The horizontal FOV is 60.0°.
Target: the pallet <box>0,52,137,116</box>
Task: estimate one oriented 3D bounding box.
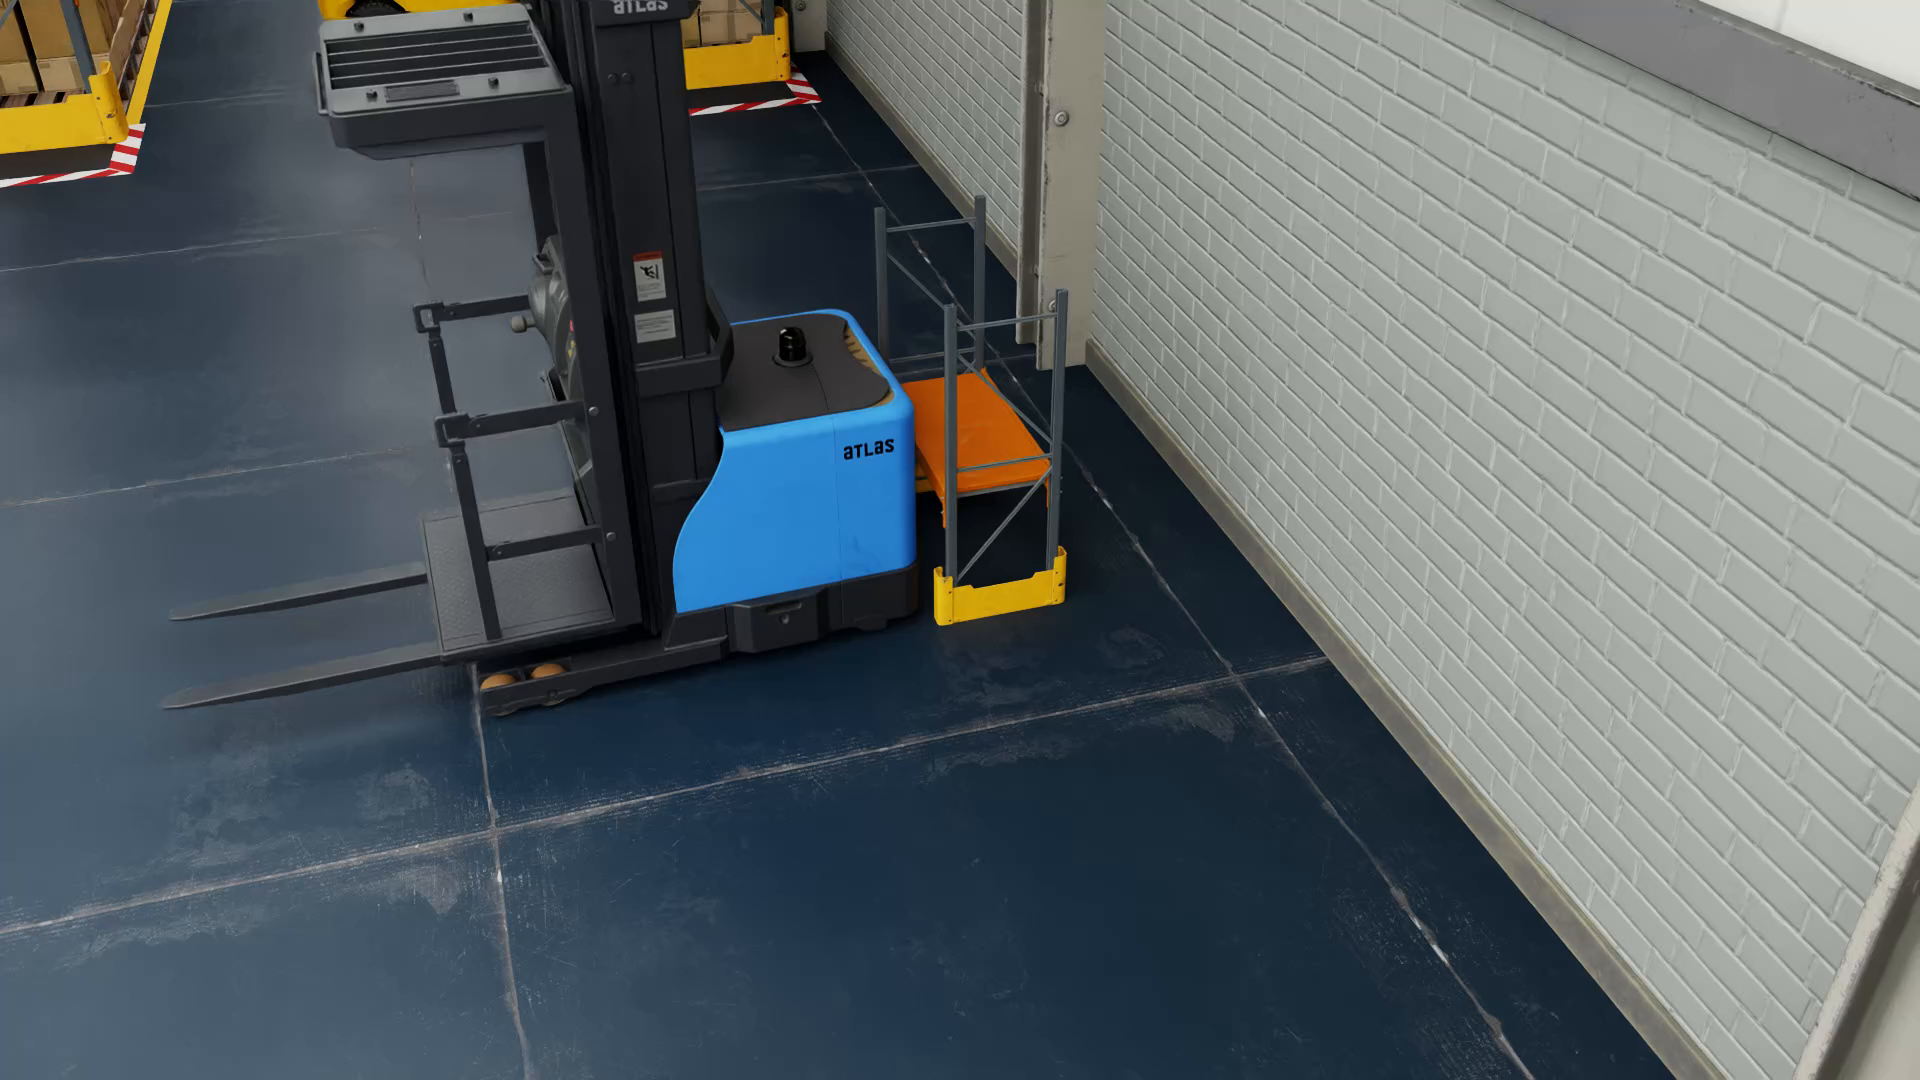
[{"bbox_3d":[-6.918,-3.419,12.733,1.003,0.211,1.213,-10,35,-15],"label":"pallet"}]

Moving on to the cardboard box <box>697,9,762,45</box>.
[{"bbox_3d":[-1.918,-4.266,13.598,0.500,0.250,0.500,-10,35,-15],"label":"cardboard box"}]

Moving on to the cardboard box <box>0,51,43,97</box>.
[{"bbox_3d":[-7.190,-3.530,12.484,0.500,0.250,0.500,-10,35,-15],"label":"cardboard box"}]

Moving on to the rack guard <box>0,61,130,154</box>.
[{"bbox_3d":[-6.704,-3.107,11.999,1.175,0.500,0.348,-10,35,-15],"label":"rack guard"}]

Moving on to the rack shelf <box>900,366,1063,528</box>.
[{"bbox_3d":[0.026,-0.431,7.368,0.538,0.185,1.000,-10,35,-15],"label":"rack shelf"}]

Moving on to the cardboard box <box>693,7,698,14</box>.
[{"bbox_3d":[-2.401,-4.386,13.327,0.500,0.250,0.500,-10,35,-15],"label":"cardboard box"}]

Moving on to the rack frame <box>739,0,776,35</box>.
[{"bbox_3d":[-1.954,-4.947,12.515,1.000,3.000,0.127,-10,35,-15],"label":"rack frame"}]

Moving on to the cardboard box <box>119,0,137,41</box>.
[{"bbox_3d":[-6.990,-4.162,13.441,0.500,0.250,0.500,-8,34,-12],"label":"cardboard box"}]

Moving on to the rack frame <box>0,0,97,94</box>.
[{"bbox_3d":[-6.680,-4.110,11.249,1.000,3.000,0.127,-10,35,-15],"label":"rack frame"}]

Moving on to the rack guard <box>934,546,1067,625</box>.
[{"bbox_3d":[0.175,0.197,7.225,0.587,0.250,0.087,-10,35,-15],"label":"rack guard"}]

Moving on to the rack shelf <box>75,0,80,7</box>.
[{"bbox_3d":[-7.290,-4.860,13.037,1.077,0.370,4.000,-10,35,-15],"label":"rack shelf"}]

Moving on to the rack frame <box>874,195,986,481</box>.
[{"bbox_3d":[-0.129,-0.848,7.673,0.500,1.500,0.032,-10,35,-15],"label":"rack frame"}]

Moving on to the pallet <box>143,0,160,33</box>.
[{"bbox_3d":[-7.662,-4.700,14.672,1.003,0.211,1.213,-10,35,-15],"label":"pallet"}]

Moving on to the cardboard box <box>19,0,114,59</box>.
[{"bbox_3d":[-6.671,-3.933,12.415,0.500,0.500,0.500,-11,35,-16],"label":"cardboard box"}]

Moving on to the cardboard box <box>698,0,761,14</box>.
[{"bbox_3d":[-1.900,-4.465,13.446,0.500,0.250,0.500,-9,35,-14],"label":"cardboard box"}]

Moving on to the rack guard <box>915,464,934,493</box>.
[{"bbox_3d":[-0.129,-0.326,8.016,0.587,0.250,0.087,-10,35,-15],"label":"rack guard"}]

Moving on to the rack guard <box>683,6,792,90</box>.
[{"bbox_3d":[-1.947,-3.891,13.185,1.175,0.500,0.348,-10,35,-15],"label":"rack guard"}]

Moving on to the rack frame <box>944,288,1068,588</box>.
[{"bbox_3d":[0.181,-0.314,6.865,0.500,1.500,0.032,-10,35,-15],"label":"rack frame"}]

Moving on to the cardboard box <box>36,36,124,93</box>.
[{"bbox_3d":[-6.663,-3.608,12.603,0.500,0.250,0.500,-10,35,-15],"label":"cardboard box"}]

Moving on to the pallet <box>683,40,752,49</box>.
[{"bbox_3d":[-2.228,-4.178,13.881,1.003,0.211,1.213,-10,35,-15],"label":"pallet"}]

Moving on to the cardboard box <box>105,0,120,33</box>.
[{"bbox_3d":[-6.835,-4.207,12.829,0.500,0.500,0.500,-11,35,-17],"label":"cardboard box"}]

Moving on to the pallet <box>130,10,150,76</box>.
[{"bbox_3d":[-7.286,-4.059,13.700,1.003,0.211,1.213,-10,35,-15],"label":"pallet"}]

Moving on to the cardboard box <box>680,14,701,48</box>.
[{"bbox_3d":[-2.399,-4.168,13.451,0.500,0.250,0.500,-10,35,-14],"label":"cardboard box"}]

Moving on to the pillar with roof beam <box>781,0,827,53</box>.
[{"bbox_3d":[-5.408,-7.243,10.548,9.100,9.000,0.400,-10,35,-15],"label":"pillar with roof beam"}]

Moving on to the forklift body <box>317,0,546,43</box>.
[{"bbox_3d":[-4.270,-5.281,13.792,2.313,2.155,1.214,-10,35,-15],"label":"forklift body"}]

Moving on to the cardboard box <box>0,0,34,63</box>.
[{"bbox_3d":[-7.173,-3.828,12.255,0.500,0.500,0.500,-10,35,-14],"label":"cardboard box"}]

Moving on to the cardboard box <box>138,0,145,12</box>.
[{"bbox_3d":[-7.292,-4.695,14.248,0.500,0.250,0.500,-11,35,-16],"label":"cardboard box"}]

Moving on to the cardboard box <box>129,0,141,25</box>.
[{"bbox_3d":[-7.142,-4.427,13.843,0.500,0.250,0.500,-9,35,-14],"label":"cardboard box"}]

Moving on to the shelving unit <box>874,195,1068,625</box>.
[{"bbox_3d":[0.023,-0.586,7.276,0.587,1.500,1.083,-10,35,-15],"label":"shelving unit"}]

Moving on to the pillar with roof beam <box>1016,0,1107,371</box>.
[{"bbox_3d":[-3.578,-4.093,5.781,9.100,9.000,0.400,-10,35,-15],"label":"pillar with roof beam"}]

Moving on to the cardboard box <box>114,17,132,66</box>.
[{"bbox_3d":[-6.812,-3.877,13.010,0.500,0.250,0.500,-9,34,-13],"label":"cardboard box"}]

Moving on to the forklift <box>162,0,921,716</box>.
[{"bbox_3d":[-1.743,-0.847,6.373,3.031,2.935,1.130,-11,35,-16],"label":"forklift"}]

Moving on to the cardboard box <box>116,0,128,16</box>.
[{"bbox_3d":[-6.980,-4.472,13.230,0.500,0.500,0.500,-9,35,-14],"label":"cardboard box"}]
